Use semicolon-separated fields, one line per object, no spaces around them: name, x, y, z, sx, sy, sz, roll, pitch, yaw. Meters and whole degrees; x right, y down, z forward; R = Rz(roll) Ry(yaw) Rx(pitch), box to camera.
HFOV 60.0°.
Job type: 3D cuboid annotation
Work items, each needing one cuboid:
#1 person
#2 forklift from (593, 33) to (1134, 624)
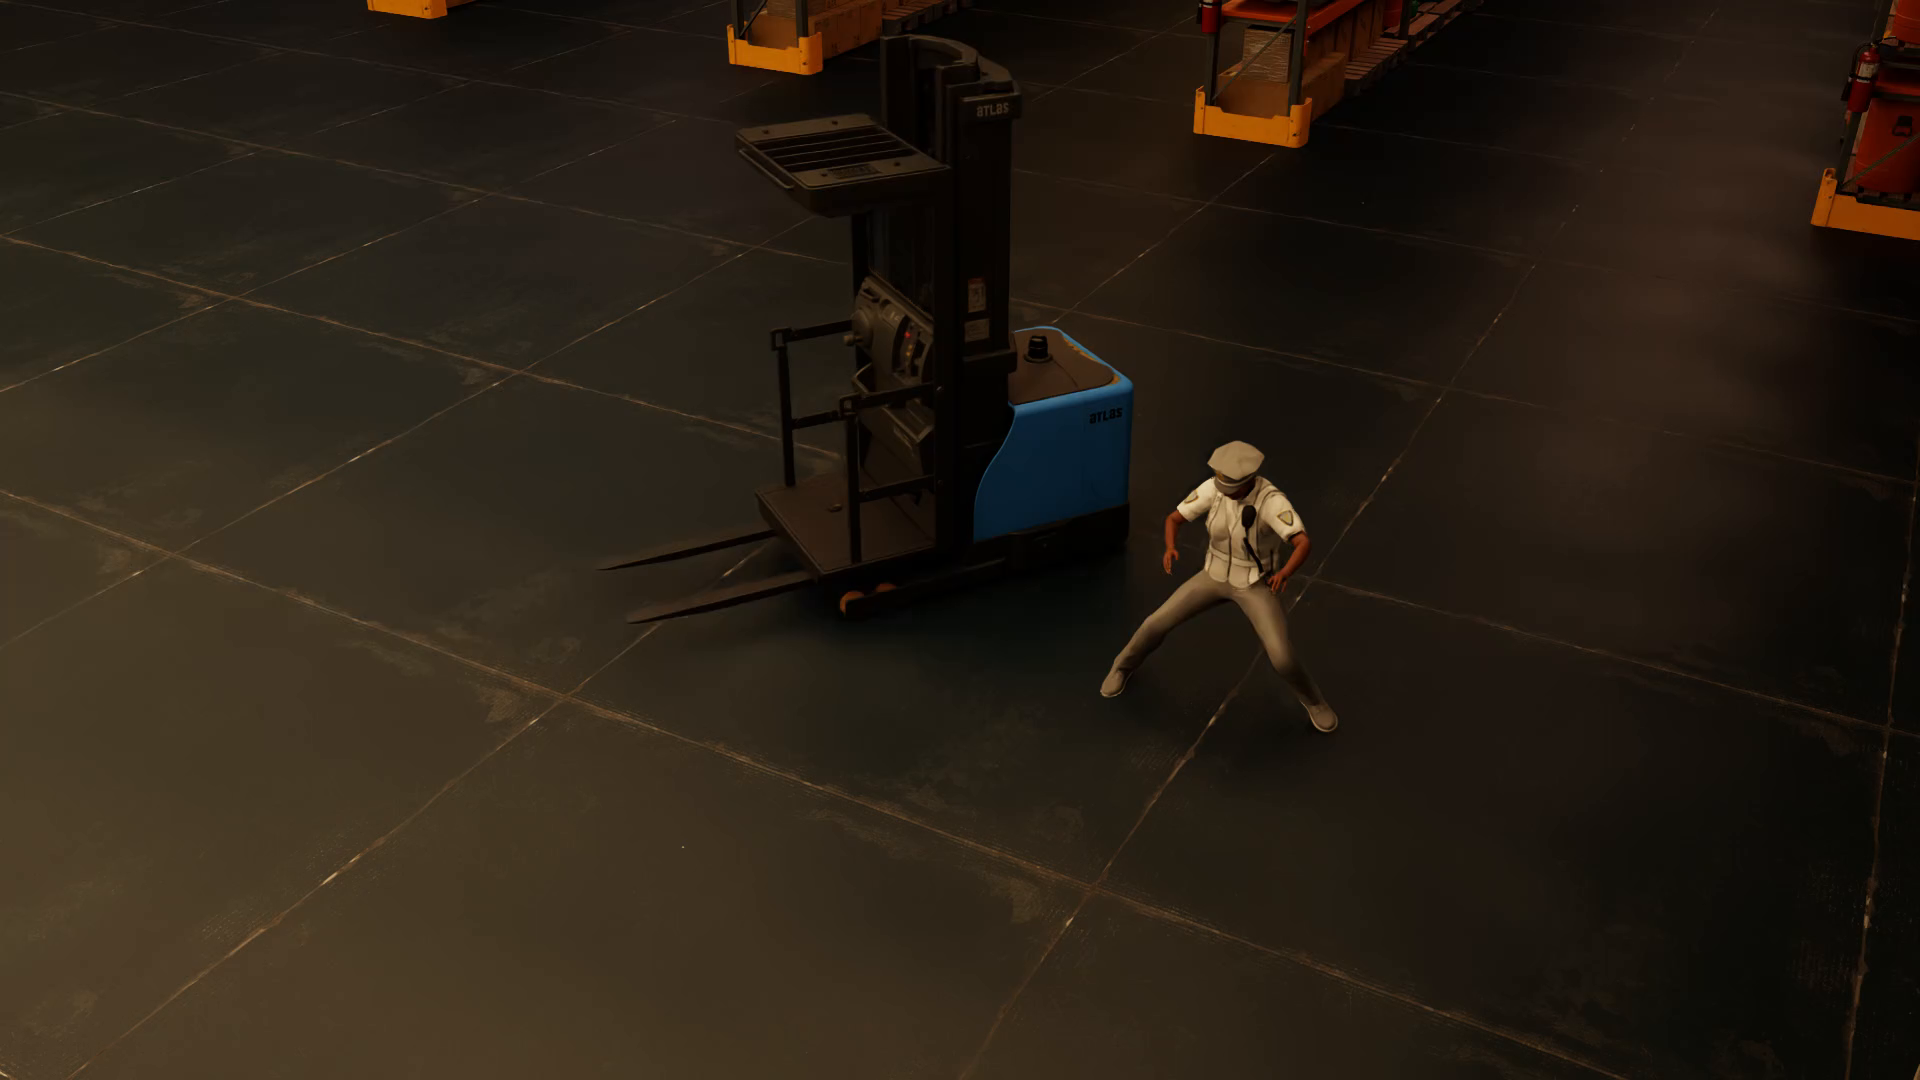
person;1.325;0.239;8.163;1.176;1.460;0.649;23;37;34
forklift;-0.553;-1.122;9.015;3.031;2.935;1.130;-14;33;-23
